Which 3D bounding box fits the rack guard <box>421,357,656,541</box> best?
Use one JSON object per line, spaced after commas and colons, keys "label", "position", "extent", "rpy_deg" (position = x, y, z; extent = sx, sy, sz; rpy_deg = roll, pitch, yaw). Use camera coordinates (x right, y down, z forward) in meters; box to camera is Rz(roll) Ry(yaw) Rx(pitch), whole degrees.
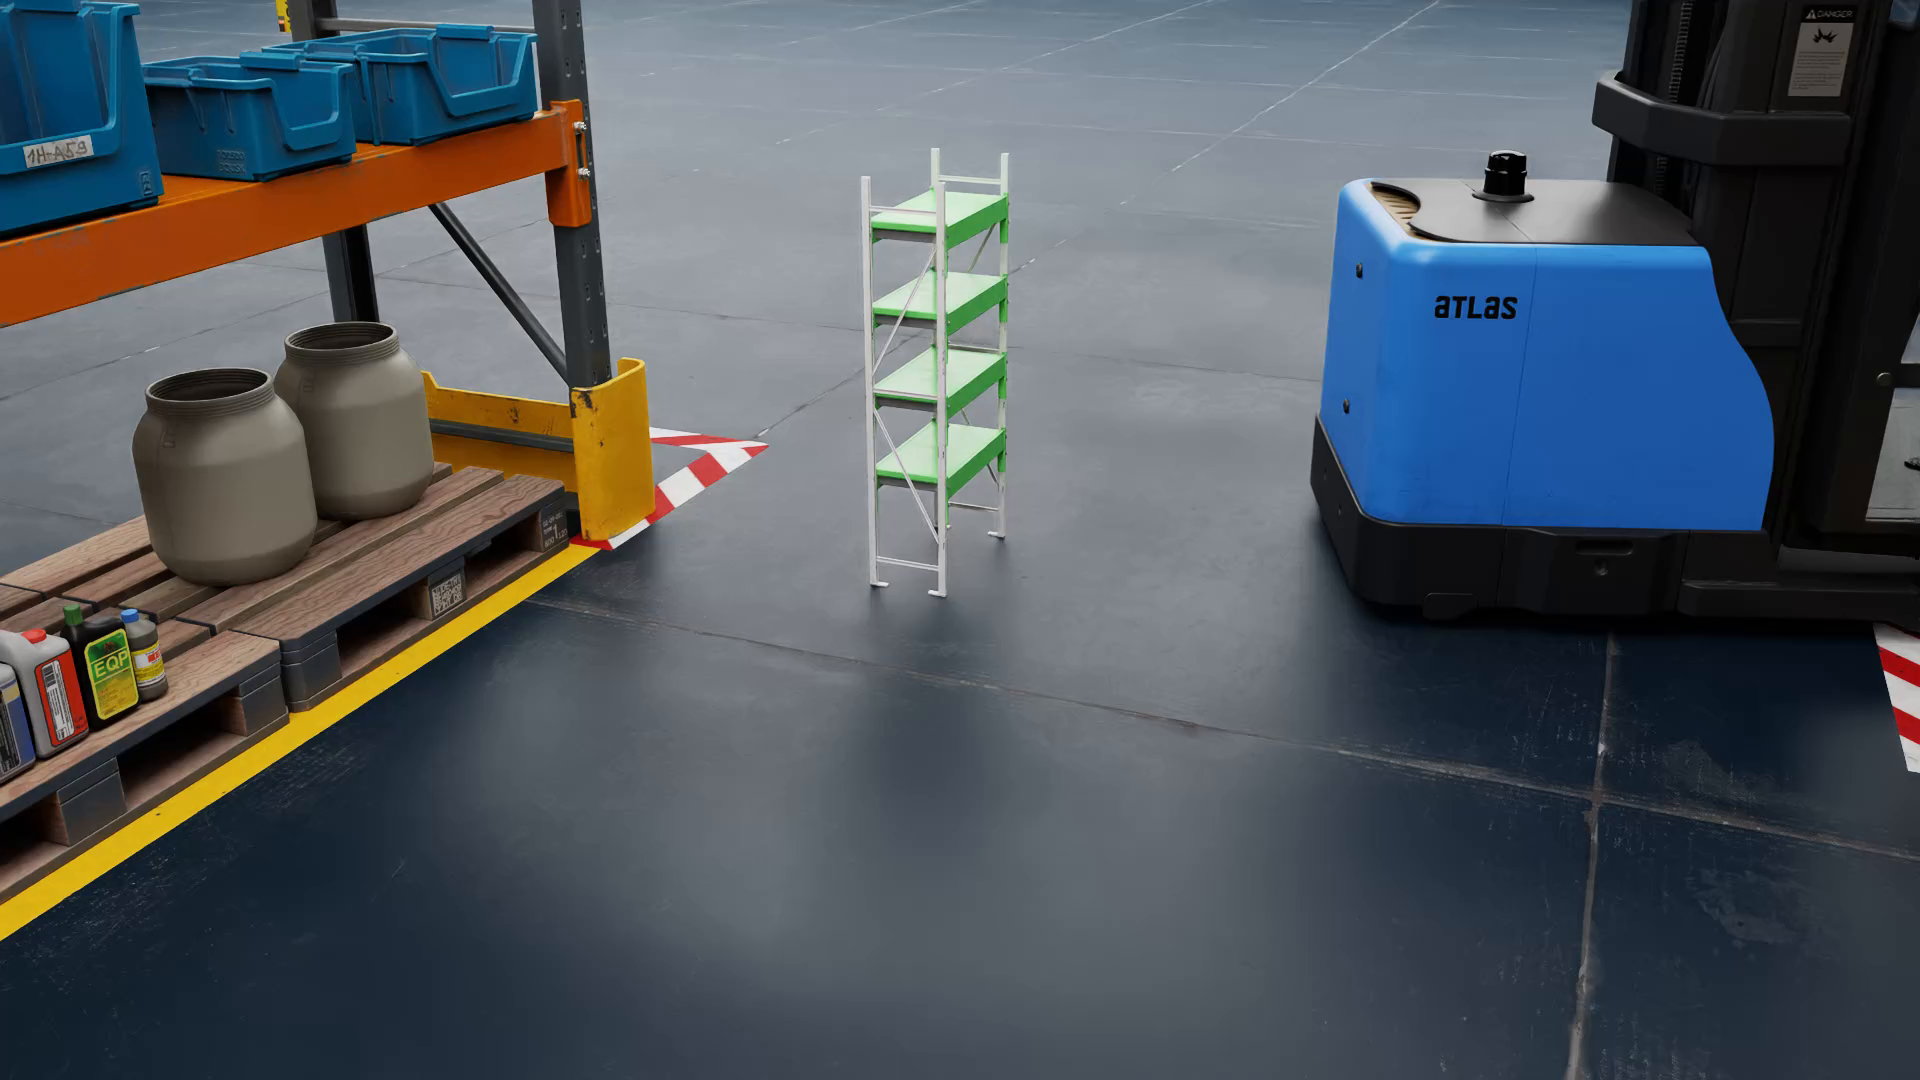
{"label": "rack guard", "position": [-1.591, -0.365, 5.474], "extent": [1.175, 0.500, 0.348], "rpy_deg": [9, 24, 20]}

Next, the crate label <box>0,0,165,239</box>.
{"label": "crate label", "position": [-2.039, -0.871, 3.397], "extent": [0.502, 0.435, 0.616], "rpy_deg": [9, 24, 20]}

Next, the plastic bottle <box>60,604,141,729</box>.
{"label": "plastic bottle", "position": [-1.909, 0.263, 3.683], "extent": [0.061, 0.283, 0.133], "rpy_deg": [9, 24, 21]}

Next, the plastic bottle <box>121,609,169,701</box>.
{"label": "plastic bottle", "position": [-1.882, 0.256, 3.805], "extent": [0.097, 0.201, 0.097], "rpy_deg": [0, 23, 0]}

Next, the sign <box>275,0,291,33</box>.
{"label": "sign", "position": [-2.116, -1.760, 5.213], "extent": [0.100, 0.325, 0.005], "rpy_deg": [9, 24, 20]}

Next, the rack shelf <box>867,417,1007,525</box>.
{"label": "rack shelf", "position": [-0.061, -0.214, 4.994], "extent": [0.258, 0.148, 0.480], "rpy_deg": [9, 24, 20]}

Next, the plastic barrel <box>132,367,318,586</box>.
{"label": "plastic barrel", "position": [-1.967, -0.172, 4.453], "extent": [0.421, 0.512, 0.421], "rpy_deg": [0, 23, 0]}

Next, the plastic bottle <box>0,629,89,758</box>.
{"label": "plastic bottle", "position": [-2.001, 0.308, 3.584], "extent": [0.152, 0.276, 0.135], "rpy_deg": [9, 24, 20]}

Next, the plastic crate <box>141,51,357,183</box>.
{"label": "plastic crate", "position": [-1.762, -1.030, 4.017], "extent": [0.499, 0.251, 0.408], "rpy_deg": [9, 24, 20]}

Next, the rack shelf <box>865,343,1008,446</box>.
{"label": "rack shelf", "position": [-0.062, -0.435, 4.902], "extent": [0.258, 0.148, 0.480], "rpy_deg": [9, 24, 20]}

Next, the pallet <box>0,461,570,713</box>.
{"label": "pallet", "position": [-1.898, 0.059, 4.836], "extent": [1.003, 0.211, 1.213], "rpy_deg": [9, 24, 20]}

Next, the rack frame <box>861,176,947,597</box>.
{"label": "rack frame", "position": [-0.152, -0.407, 4.668], "extent": [0.240, 1.200, 0.015], "rpy_deg": [9, 24, 20]}

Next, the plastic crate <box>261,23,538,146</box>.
{"label": "plastic crate", "position": [-1.515, -1.261, 4.571], "extent": [0.499, 0.251, 0.616], "rpy_deg": [9, 24, 20]}

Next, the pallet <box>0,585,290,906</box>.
{"label": "pallet", "position": [-2.353, 0.494, 3.794], "extent": [1.003, 0.211, 1.213], "rpy_deg": [9, 24, 20]}

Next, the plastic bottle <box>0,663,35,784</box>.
{"label": "plastic bottle", "position": [-2.053, 0.358, 3.465], "extent": [0.152, 0.276, 0.135], "rpy_deg": [8, 24, 19]}

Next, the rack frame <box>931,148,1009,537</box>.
{"label": "rack frame", "position": [0.029, -0.582, 5.086], "extent": [0.240, 1.200, 0.015], "rpy_deg": [9, 24, 20]}

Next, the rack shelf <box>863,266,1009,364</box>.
{"label": "rack shelf", "position": [-0.062, -0.657, 4.809], "extent": [0.258, 0.148, 0.480], "rpy_deg": [9, 24, 20]}

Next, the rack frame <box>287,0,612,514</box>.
{"label": "rack frame", "position": [-1.607, -1.552, 5.074], "extent": [1.000, 3.000, 0.127], "rpy_deg": [9, 24, 20]}

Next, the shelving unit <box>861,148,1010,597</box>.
{"label": "shelving unit", "position": [-0.062, -0.494, 4.877], "extent": [0.258, 1.200, 0.503], "rpy_deg": [9, 24, 20]}

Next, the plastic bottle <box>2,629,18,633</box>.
{"label": "plastic bottle", "position": [-2.100, 0.290, 3.618], "extent": [0.061, 0.283, 0.133], "rpy_deg": [9, 24, 20]}

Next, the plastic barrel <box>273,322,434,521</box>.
{"label": "plastic barrel", "position": [-1.780, -0.351, 4.882], "extent": [0.421, 0.512, 0.421], "rpy_deg": [0, 23, 0]}

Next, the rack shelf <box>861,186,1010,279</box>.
{"label": "rack shelf", "position": [-0.062, -0.878, 4.717], "extent": [0.258, 0.148, 0.480], "rpy_deg": [9, 24, 20]}

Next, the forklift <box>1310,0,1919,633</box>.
{"label": "forklift", "position": [2.648, -1.276, 4.502], "extent": [3.031, 2.935, 1.130], "rpy_deg": [1, 23, 3]}

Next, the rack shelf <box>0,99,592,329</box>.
{"label": "rack shelf", "position": [-2.350, -0.504, 3.499], "extent": [1.077, 0.370, 4.000], "rpy_deg": [9, 24, 20]}
